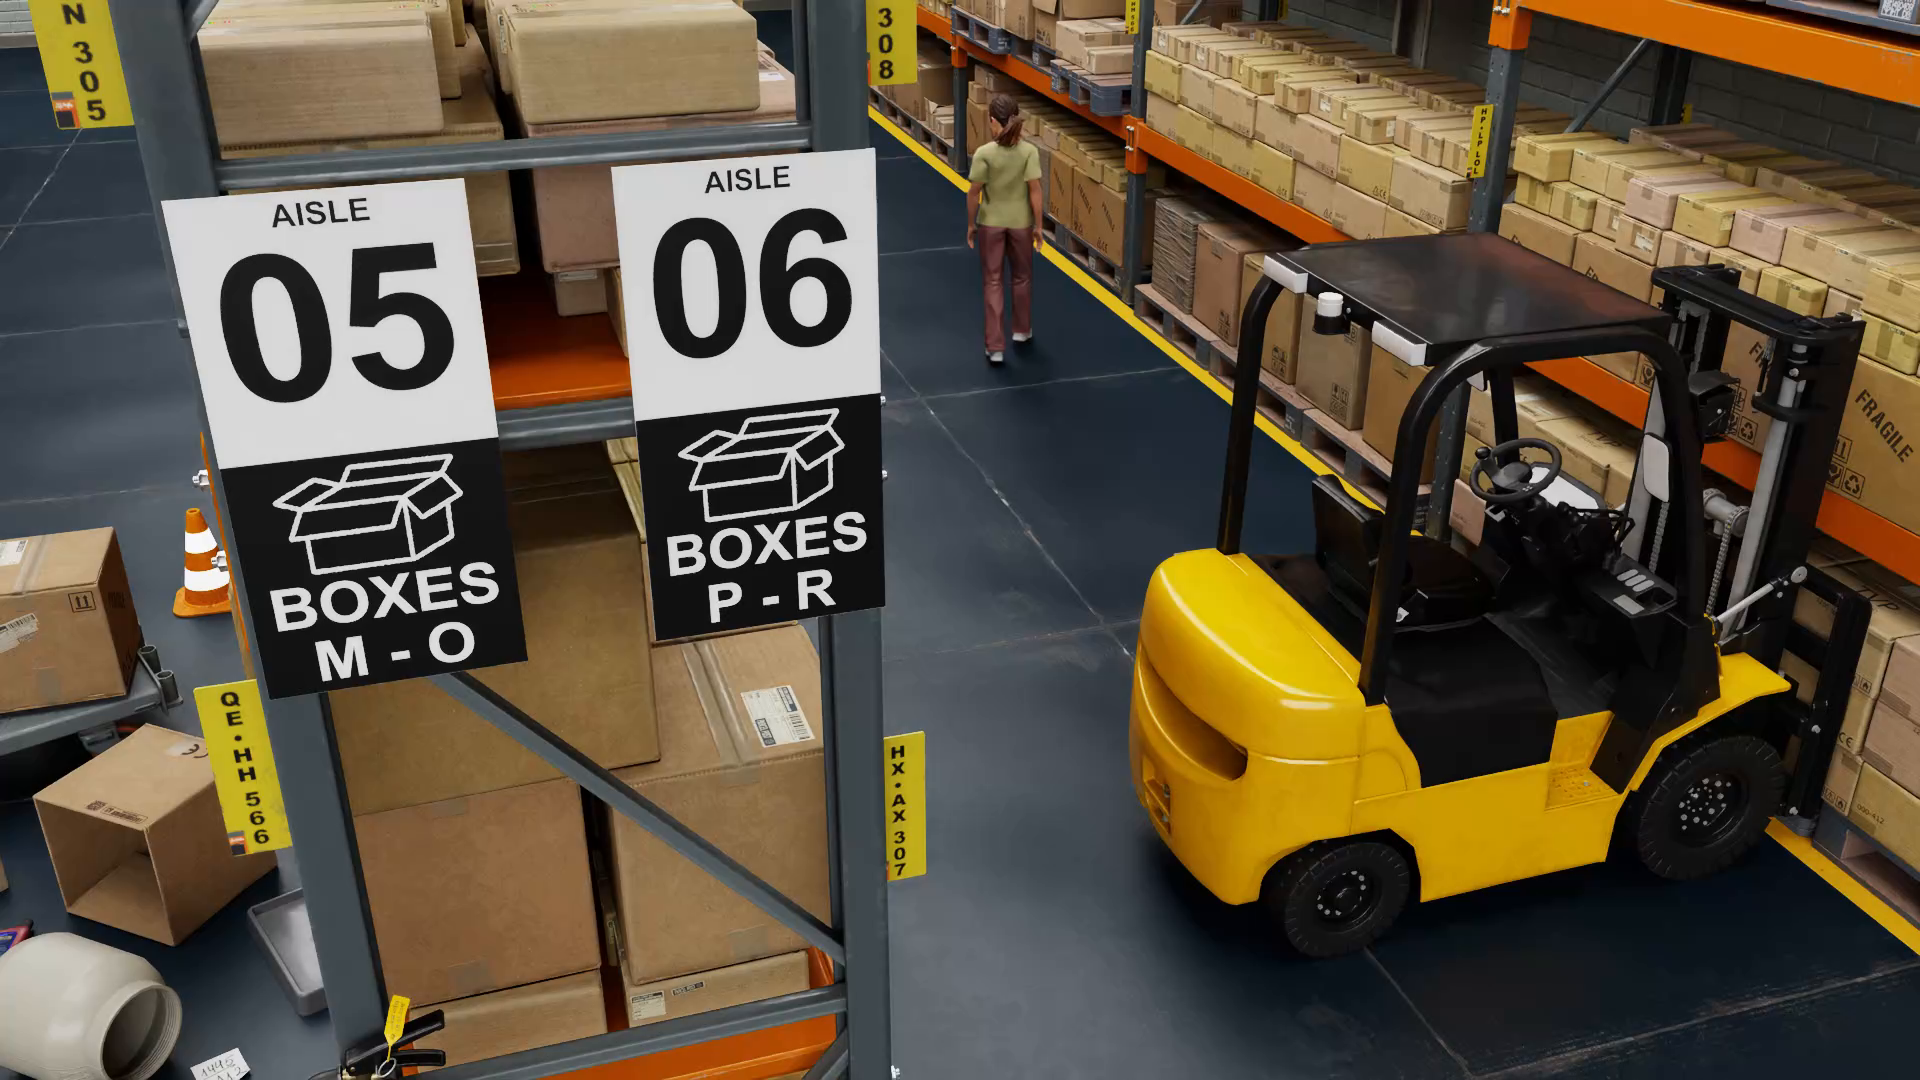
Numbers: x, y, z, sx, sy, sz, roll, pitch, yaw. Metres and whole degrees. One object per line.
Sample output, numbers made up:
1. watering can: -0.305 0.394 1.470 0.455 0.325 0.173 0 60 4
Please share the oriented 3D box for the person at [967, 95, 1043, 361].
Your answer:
1. person: 0.274 -2.015 10.628 0.488 1.671 0.646 -2 27 -4
